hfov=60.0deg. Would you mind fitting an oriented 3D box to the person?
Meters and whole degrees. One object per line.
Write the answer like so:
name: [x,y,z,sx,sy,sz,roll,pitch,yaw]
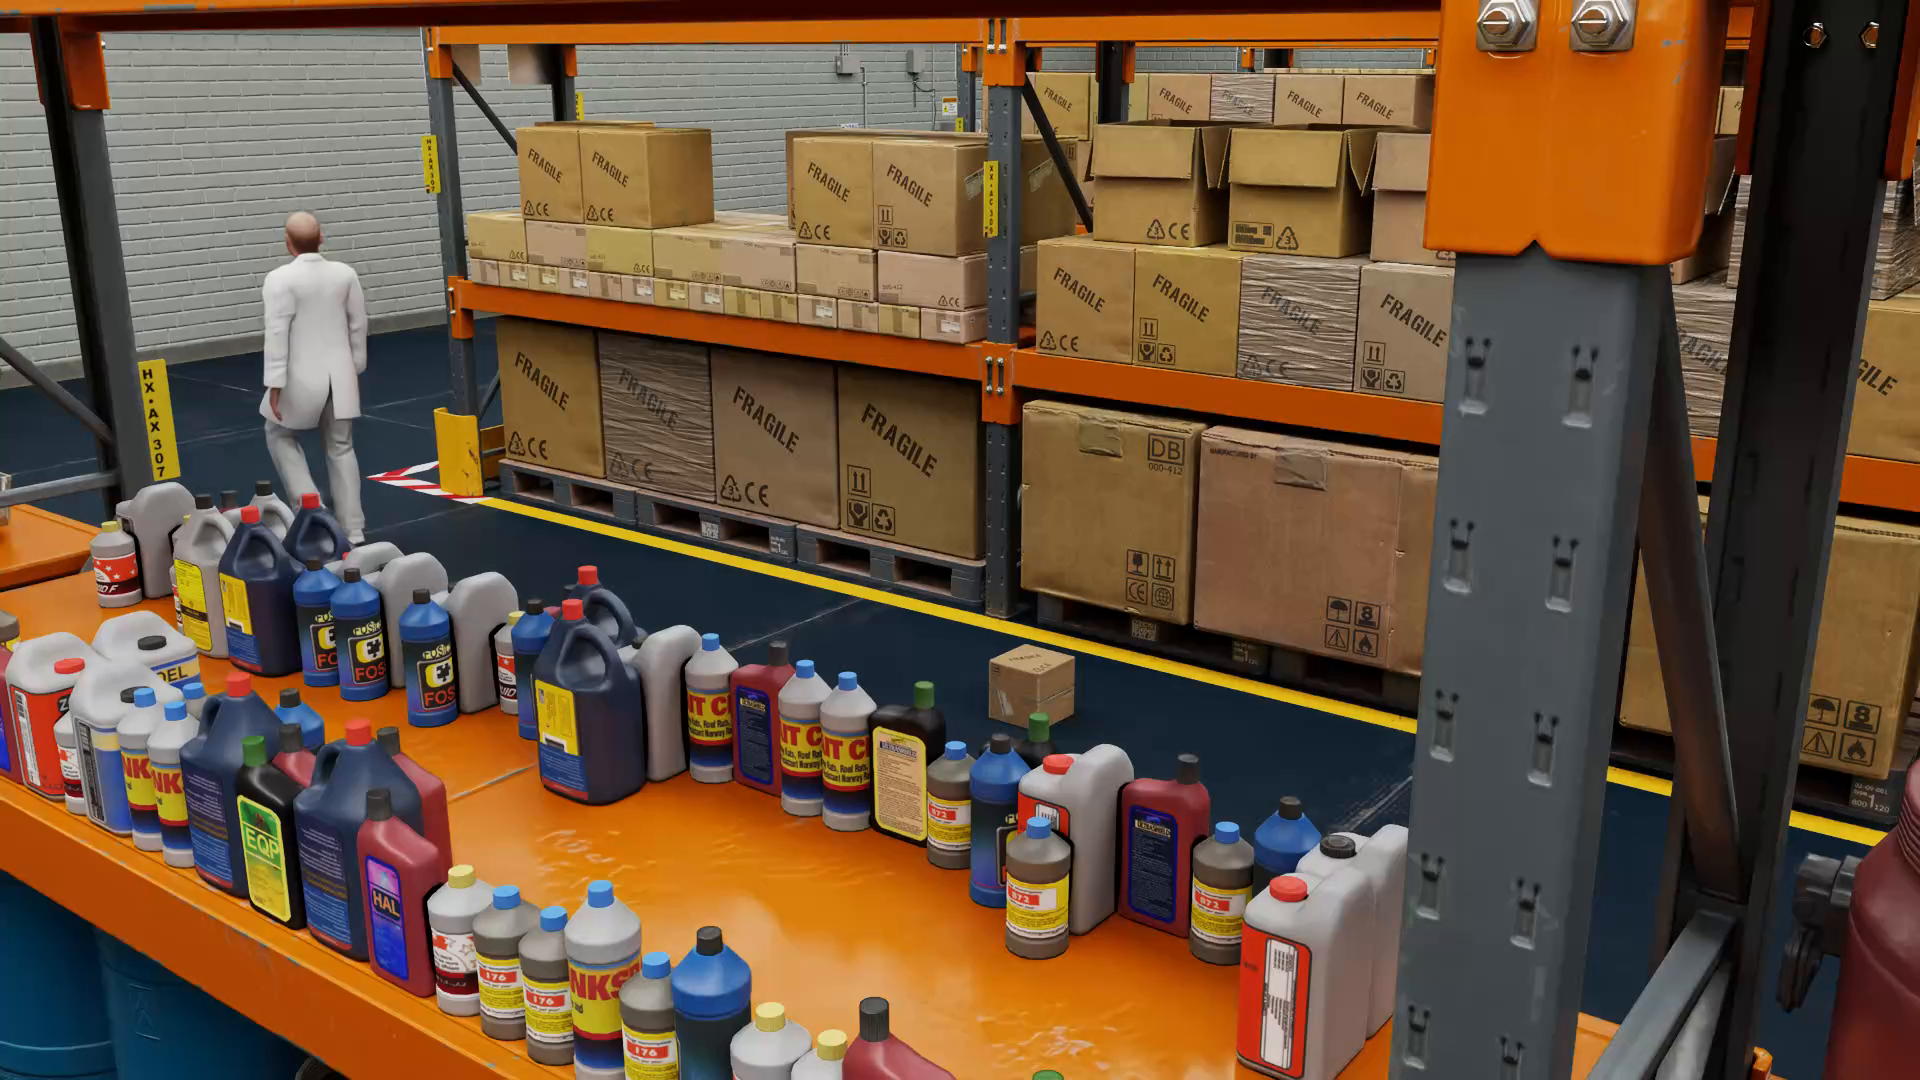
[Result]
person: [-3.459,-0.832,8.926,0.552,1.830,0.644,15,22,41]
